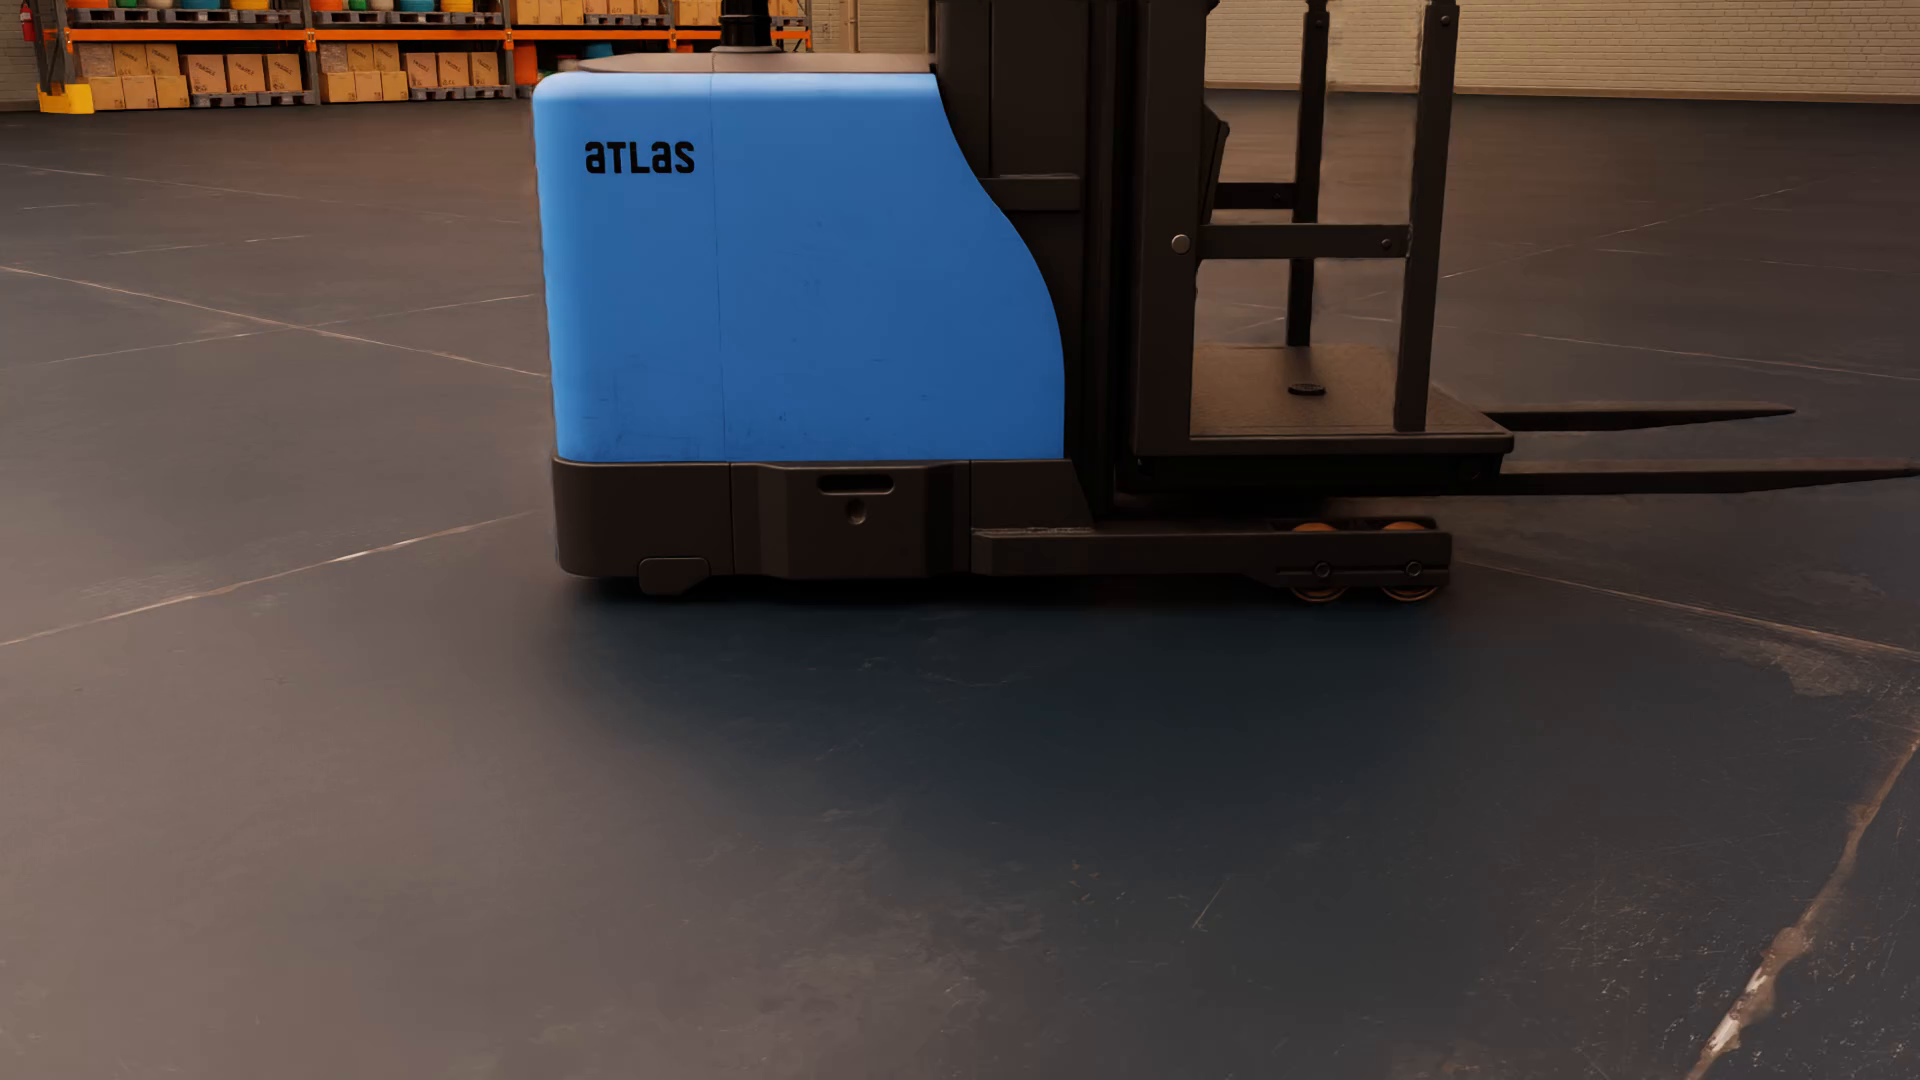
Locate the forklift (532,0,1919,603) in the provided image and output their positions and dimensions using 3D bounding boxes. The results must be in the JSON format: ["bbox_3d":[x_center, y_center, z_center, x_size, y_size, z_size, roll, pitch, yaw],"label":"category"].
[{"bbox_3d":[0.646,-1.424,3.589,3.031,2.935,1.130,-1,17,-2],"label":"forklift"}]
